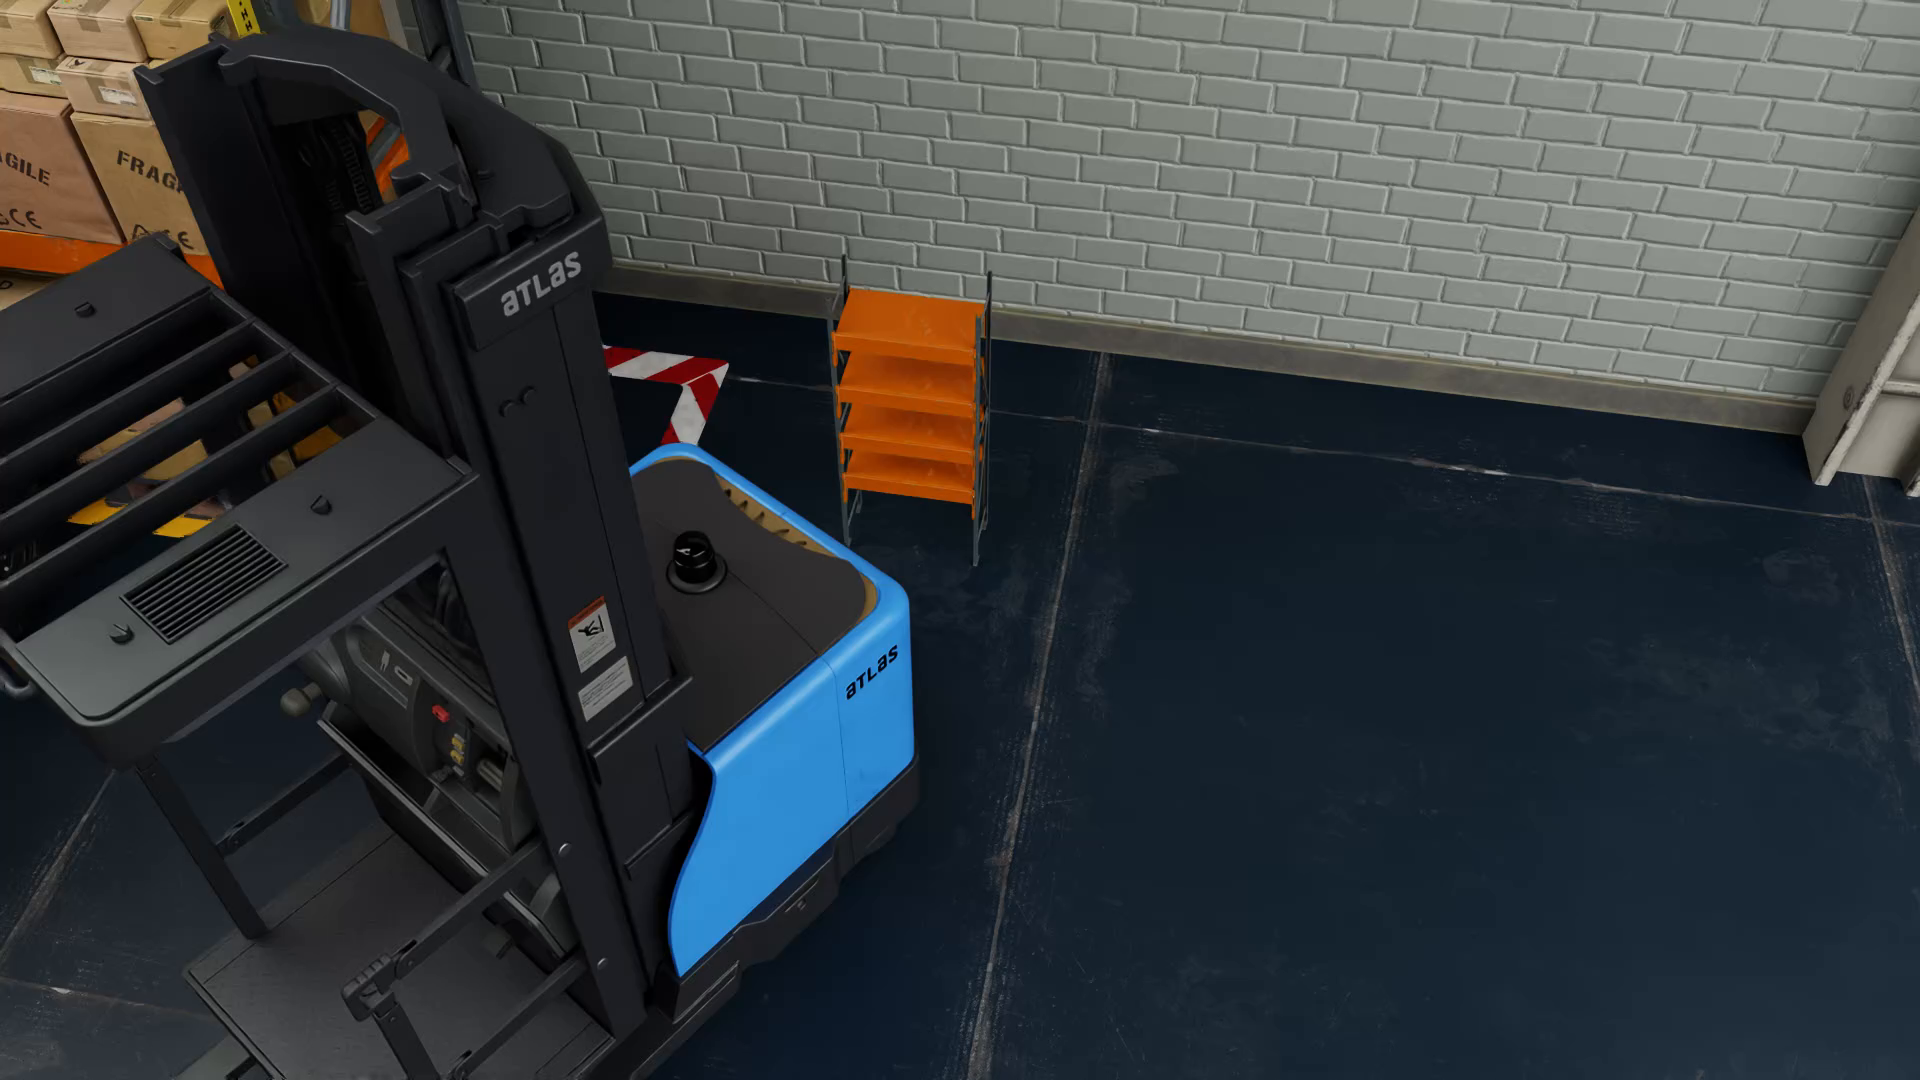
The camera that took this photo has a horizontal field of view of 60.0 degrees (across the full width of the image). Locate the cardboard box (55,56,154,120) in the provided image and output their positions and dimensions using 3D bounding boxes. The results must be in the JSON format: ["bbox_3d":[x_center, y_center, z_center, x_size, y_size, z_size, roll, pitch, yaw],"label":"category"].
[{"bbox_3d":[-2.497,-1.451,5.034,0.250,0.149,0.380,8,49,7],"label":"cardboard box"}]

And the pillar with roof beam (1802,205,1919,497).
[{"bbox_3d":[2.765,-0.160,0.344,0.400,9.000,9.100,8,49,7],"label":"pillar with roof beam"}]

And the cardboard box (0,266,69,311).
[{"bbox_3d":[-3.360,-0.859,5.899,0.500,0.250,0.500,8,49,7],"label":"cardboard box"}]

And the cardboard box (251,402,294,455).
[{"bbox_3d":[-2.384,-0.572,5.978,0.500,0.250,0.500,7,48,6],"label":"cardboard box"}]

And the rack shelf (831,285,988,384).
[{"bbox_3d":[-0.163,-0.686,5.531,0.480,0.148,0.258,8,49,7],"label":"rack shelf"}]

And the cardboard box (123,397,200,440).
[{"bbox_3d":[-2.875,-0.647,6.045,0.500,0.250,0.500,7,48,6],"label":"cardboard box"}]

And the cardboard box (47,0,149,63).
[{"bbox_3d":[-2.487,-1.601,4.969,0.250,0.149,0.380,8,49,7],"label":"cardboard box"}]

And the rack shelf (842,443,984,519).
[{"bbox_3d":[-0.163,-0.245,6.021,0.480,0.148,0.258,8,49,7],"label":"rack shelf"}]

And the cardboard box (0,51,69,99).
[{"bbox_3d":[-2.741,-1.531,5.105,0.250,0.149,0.380,8,49,8],"label":"cardboard box"}]

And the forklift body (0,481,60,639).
[{"bbox_3d":[-4.040,0.020,4.786,1.214,2.155,2.313,8,49,7],"label":"forklift body"}]

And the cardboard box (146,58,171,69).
[{"bbox_3d":[-2.240,-1.439,5.023,0.250,0.149,0.380,8,49,7],"label":"cardboard box"}]

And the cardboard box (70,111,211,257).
[{"bbox_3d":[-2.380,-1.255,5.294,0.500,0.500,0.500,7,48,6],"label":"cardboard box"}]

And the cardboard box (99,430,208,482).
[{"bbox_3d":[-2.855,-0.473,6.225,0.500,0.250,0.500,8,49,7],"label":"cardboard box"}]

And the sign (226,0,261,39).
[{"bbox_3d":[-1.959,-1.419,4.571,0.005,0.325,0.100,8,49,7],"label":"sign"}]

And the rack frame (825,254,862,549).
[{"bbox_3d":[-0.403,-0.455,5.852,0.015,1.200,0.240,8,49,7],"label":"rack frame"}]

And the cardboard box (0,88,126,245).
[{"bbox_3d":[-2.889,-1.330,5.361,0.500,0.500,0.500,9,49,8],"label":"cardboard box"}]

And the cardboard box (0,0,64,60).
[{"bbox_3d":[-2.750,-1.616,4.982,0.250,0.149,0.380,9,49,8],"label":"cardboard box"}]

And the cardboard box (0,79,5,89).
[{"bbox_3d":[-2.983,-1.572,5.142,0.250,0.149,0.380,7,48,7],"label":"cardboard box"}]

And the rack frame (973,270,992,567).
[{"bbox_3d":[0.077,-0.391,5.794,0.015,1.200,0.240,8,49,7],"label":"rack frame"}]

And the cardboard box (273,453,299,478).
[{"bbox_3d":[-2.368,-0.401,6.160,0.500,0.250,0.500,8,49,7],"label":"cardboard box"}]

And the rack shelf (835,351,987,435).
[{"bbox_3d":[-0.163,-0.527,5.707,0.480,0.148,0.258,8,49,7],"label":"rack shelf"}]

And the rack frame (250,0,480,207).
[{"bbox_3d":[-1.849,-1.348,5.445,0.127,3.000,1.000,8,49,7],"label":"rack frame"}]

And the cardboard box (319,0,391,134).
[{"bbox_3d":[-2.287,-1.651,5.649,0.500,0.500,0.500,9,49,8],"label":"cardboard box"}]

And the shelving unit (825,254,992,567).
[{"bbox_3d":[-0.163,-0.423,5.823,0.503,1.200,0.258,8,49,7],"label":"shelving unit"}]

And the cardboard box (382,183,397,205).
[{"bbox_3d":[-2.288,-1.106,6.121,0.500,0.250,0.500,7,48,6],"label":"cardboard box"}]

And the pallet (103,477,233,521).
[{"bbox_3d":[-2.609,-0.487,6.546,1.213,0.211,1.003,8,49,7],"label":"pallet"}]

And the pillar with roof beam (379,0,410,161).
[{"bbox_3d":[-3.140,-0.954,1.058,0.400,9.000,9.100,8,49,7],"label":"pillar with roof beam"}]

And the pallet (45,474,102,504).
[{"bbox_3d":[-3.806,-0.650,6.692,1.213,0.211,1.003,8,49,7],"label":"pallet"}]

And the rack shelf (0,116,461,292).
[{"bbox_3d":[-3.817,-1.372,5.950,4.000,0.370,1.077,8,49,7],"label":"rack shelf"}]

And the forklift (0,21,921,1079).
[{"bbox_3d":[-1.478,0.472,3.855,1.130,2.935,3.031,33,56,26],"label":"forklift"}]

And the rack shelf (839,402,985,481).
[{"bbox_3d":[-0.163,-0.378,5.873,0.480,0.148,0.258,8,49,7],"label":"rack shelf"}]

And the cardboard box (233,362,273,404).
[{"bbox_3d":[-2.358,-0.737,5.789,0.500,0.250,0.500,9,49,8],"label":"cardboard box"}]

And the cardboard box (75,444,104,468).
[{"bbox_3d":[-3.346,-0.546,6.290,0.500,0.250,0.500,8,49,7],"label":"cardboard box"}]

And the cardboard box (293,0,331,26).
[{"bbox_3d":[-2.137,-1.833,5.377,0.250,0.149,0.380,7,48,6],"label":"cardboard box"}]

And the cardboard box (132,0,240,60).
[{"bbox_3d":[-2.239,-1.591,4.960,0.250,0.149,0.380,8,49,7],"label":"cardboard box"}]
